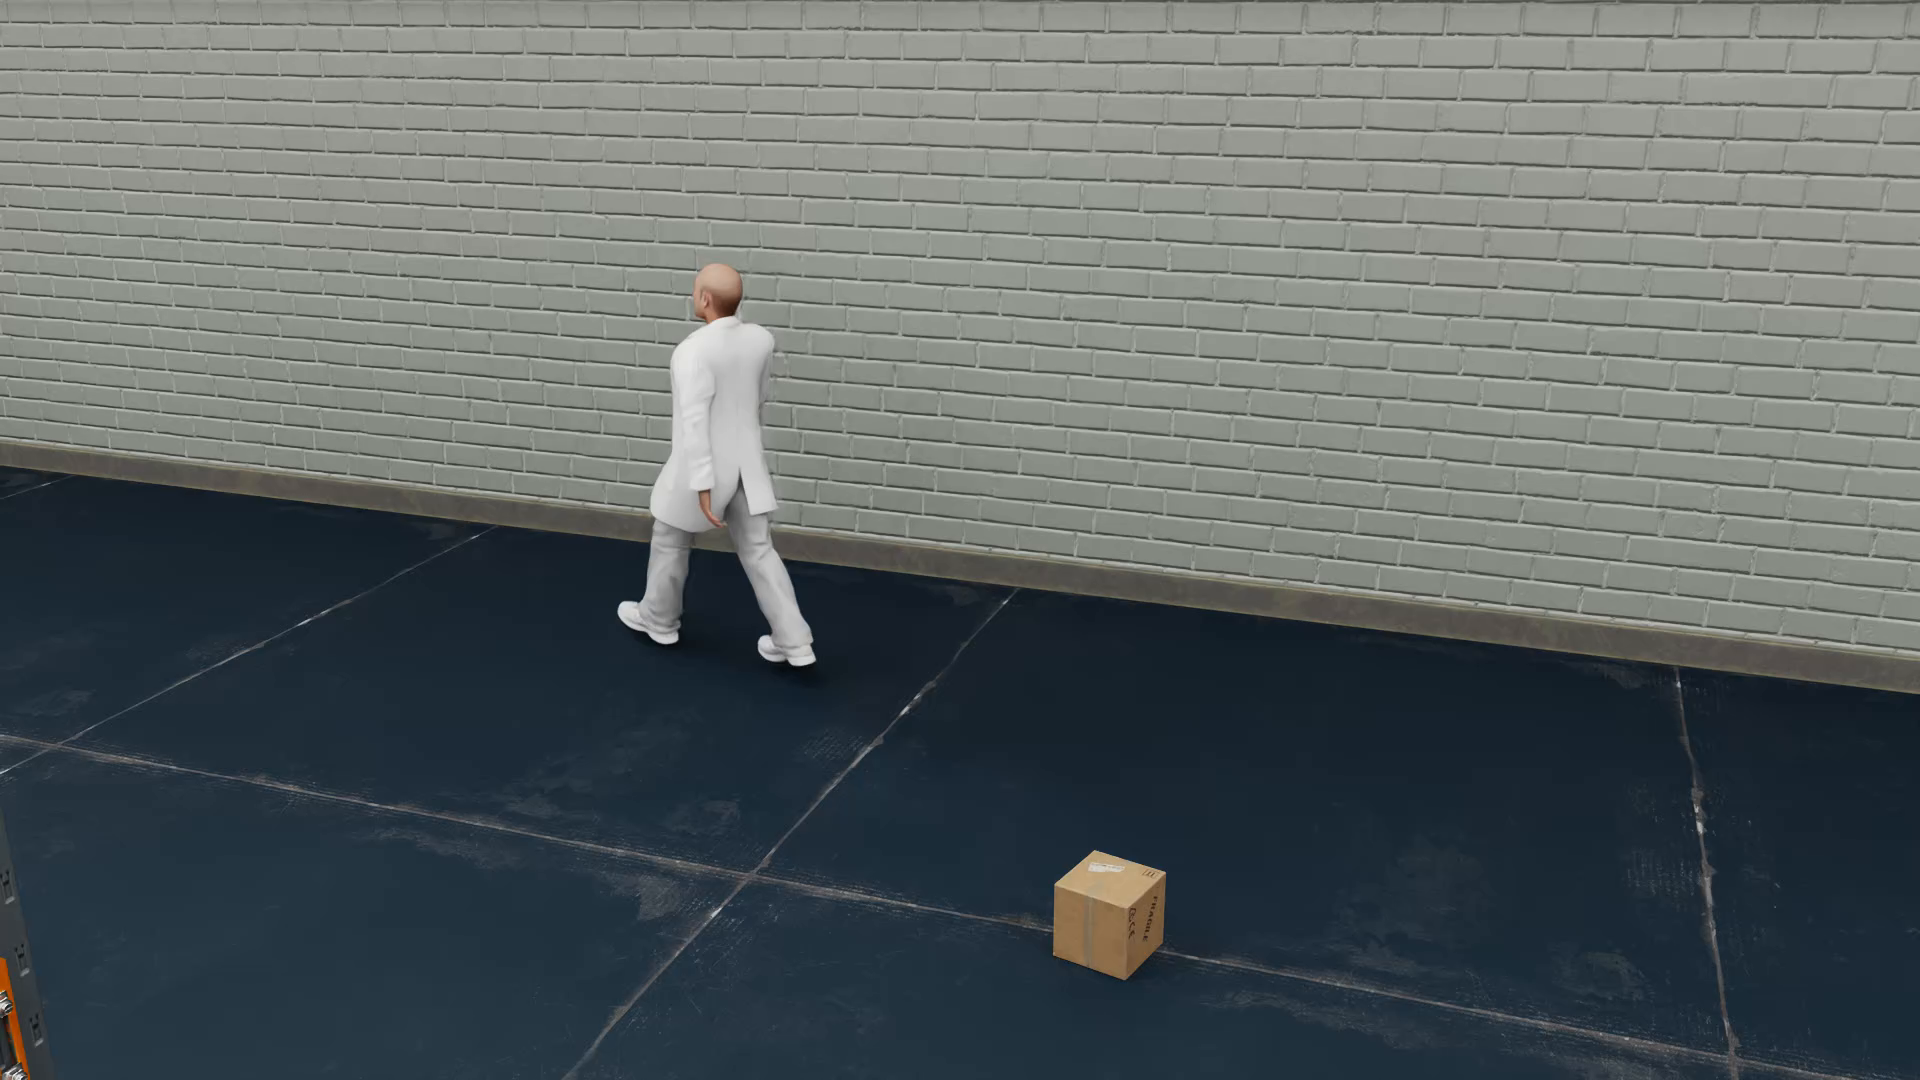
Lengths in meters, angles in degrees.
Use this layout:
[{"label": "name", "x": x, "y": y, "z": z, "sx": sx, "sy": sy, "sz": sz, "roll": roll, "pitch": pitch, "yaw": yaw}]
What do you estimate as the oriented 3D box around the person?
[{"label": "person", "x": -1.058, "y": -0.334, "z": 7.089, "sx": 0.566, "sy": 1.720, "sz": 1.119, "roll": -17, "pitch": 25, "yaw": -42}]
